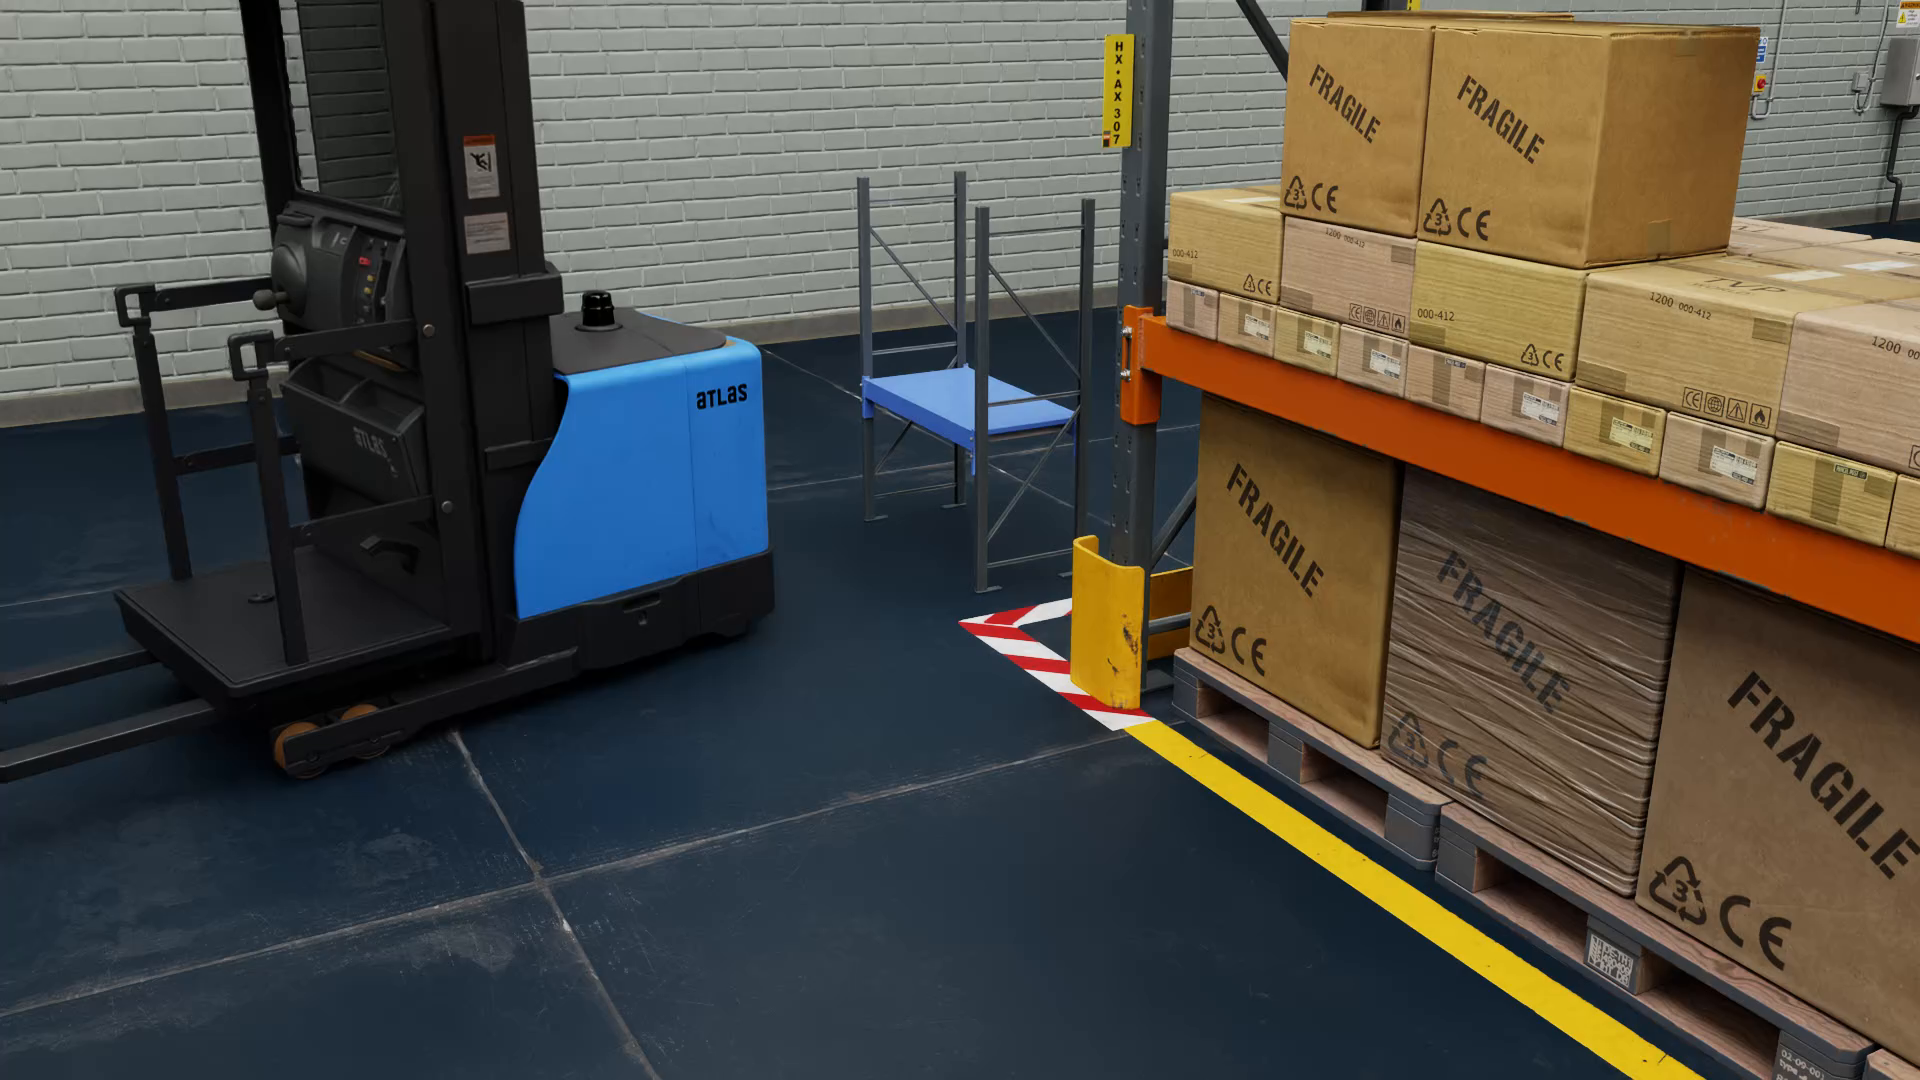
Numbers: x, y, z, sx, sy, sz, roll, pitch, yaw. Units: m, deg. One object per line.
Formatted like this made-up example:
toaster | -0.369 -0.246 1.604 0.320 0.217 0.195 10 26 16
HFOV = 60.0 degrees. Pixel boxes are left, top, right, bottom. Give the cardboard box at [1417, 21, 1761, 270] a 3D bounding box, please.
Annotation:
cardboard box | 1.443 -0.933 3.861 0.500 0.500 0.500 -11 22 -28

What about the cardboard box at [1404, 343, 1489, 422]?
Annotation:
cardboard box | 1.332 -0.413 4.116 0.380 0.149 0.250 -10 22 -28

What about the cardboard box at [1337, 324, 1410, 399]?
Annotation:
cardboard box | 1.212 -0.487 4.328 0.380 0.149 0.250 -10 22 -27

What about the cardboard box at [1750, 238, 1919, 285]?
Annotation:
cardboard box | 2.161 -0.511 3.787 0.500 0.250 0.500 -10 21 -27

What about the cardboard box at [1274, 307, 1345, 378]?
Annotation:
cardboard box | 1.087 -0.561 4.544 0.380 0.149 0.250 -11 22 -28

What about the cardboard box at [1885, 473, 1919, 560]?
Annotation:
cardboard box | 1.941 -0.045 3.048 0.380 0.149 0.250 -10 21 -26

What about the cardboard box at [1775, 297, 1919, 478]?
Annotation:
cardboard box | 1.932 -0.282 3.124 0.500 0.250 0.500 -10 21 -26

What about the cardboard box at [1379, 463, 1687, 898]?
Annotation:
cardboard box | 1.771 0.259 4.397 0.875 0.875 0.875 -10 21 -27

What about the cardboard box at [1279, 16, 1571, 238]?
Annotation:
cardboard box | 1.192 -1.081 4.290 0.500 0.500 0.500 -11 22 -28

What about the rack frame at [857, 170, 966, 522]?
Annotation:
rack frame | -0.201 -0.830 7.239 0.500 1.500 0.032 -10 21 -27

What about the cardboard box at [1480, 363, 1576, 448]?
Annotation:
cardboard box | 1.455 -0.339 3.902 0.380 0.149 0.250 -10 22 -27

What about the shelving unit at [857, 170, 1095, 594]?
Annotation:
shelving unit | 0.041 -0.684 6.816 0.538 1.500 1.048 -10 21 -27

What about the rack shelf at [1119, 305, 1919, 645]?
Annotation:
rack shelf | 1.914 -0.066 3.826 1.077 0.370 4.000 -10 21 -27

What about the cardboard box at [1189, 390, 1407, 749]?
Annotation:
cardboard box | 1.338 -0.003 5.154 0.875 0.875 0.875 -10 21 -27

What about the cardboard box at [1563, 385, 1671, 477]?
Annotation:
cardboard box | 1.574 -0.267 3.691 0.380 0.149 0.250 -11 22 -28

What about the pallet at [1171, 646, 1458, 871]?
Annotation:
pallet | 1.413 0.556 5.197 1.003 0.211 1.213 -10 21 -27

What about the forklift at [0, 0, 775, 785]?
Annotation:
forklift | -2.115 -0.855 5.115 3.031 2.935 1.130 -17 25 -40

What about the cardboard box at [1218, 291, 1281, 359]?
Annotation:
cardboard box | 0.965 -0.635 4.757 0.380 0.149 0.250 -10 22 -27

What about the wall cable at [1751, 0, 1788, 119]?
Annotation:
wall cable | 6.987 -4.625 14.331 0.585 1.953 0.123 -10 21 -27

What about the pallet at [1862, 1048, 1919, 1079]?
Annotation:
pallet | 2.571 1.256 3.167 1.003 0.211 1.213 -10 21 -27

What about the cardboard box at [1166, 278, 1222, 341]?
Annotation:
cardboard box | 0.842 -0.708 4.970 0.380 0.149 0.250 -10 21 -26

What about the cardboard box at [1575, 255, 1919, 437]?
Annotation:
cardboard box | 1.695 -0.428 3.547 0.500 0.250 0.500 -10 22 -28

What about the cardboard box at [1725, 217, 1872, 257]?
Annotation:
cardboard box | 1.910 -0.660 4.219 0.500 0.250 0.500 -11 22 -28

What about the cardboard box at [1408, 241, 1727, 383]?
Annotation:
cardboard box | 1.442 -0.577 3.979 0.500 0.250 0.500 -11 22 -28

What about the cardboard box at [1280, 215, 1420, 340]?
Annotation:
cardboard box | 1.207 -0.722 4.399 0.500 0.250 0.500 -10 22 -27

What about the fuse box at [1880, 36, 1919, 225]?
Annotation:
fuse box | 8.905 -3.804 15.533 0.539 1.711 0.414 -10 21 -27

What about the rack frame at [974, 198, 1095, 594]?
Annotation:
rack frame | 0.282 -0.539 6.393 0.500 1.500 0.032 -10 21 -27

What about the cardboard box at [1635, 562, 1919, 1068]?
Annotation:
cardboard box | 2.193 0.514 3.657 0.875 0.875 0.875 -10 21 -27

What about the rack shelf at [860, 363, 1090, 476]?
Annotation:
rack shelf | 0.041 -0.514 6.874 0.538 0.185 1.000 -10 21 -27

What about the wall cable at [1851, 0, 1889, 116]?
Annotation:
wall cable | 8.230 -4.833 14.982 0.588 1.984 0.122 -10 21 -27

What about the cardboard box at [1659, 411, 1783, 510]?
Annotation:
cardboard box | 1.700 -0.192 3.474 0.380 0.149 0.250 -10 21 -26

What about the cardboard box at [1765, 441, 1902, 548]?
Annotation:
cardboard box | 1.820 -0.119 3.261 0.380 0.149 0.250 -10 22 -28

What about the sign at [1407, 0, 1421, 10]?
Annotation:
sign | 1.448 -1.719 5.377 0.100 0.325 0.005 -10 21 -27

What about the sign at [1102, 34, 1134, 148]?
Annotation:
sign | 0.473 -1.342 4.974 0.100 0.325 0.005 -10 21 -27

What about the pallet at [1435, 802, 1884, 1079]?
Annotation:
pallet | 1.988 0.906 4.184 1.003 0.211 1.213 -10 21 -27

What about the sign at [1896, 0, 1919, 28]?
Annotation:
sign | 8.758 -4.855 15.336 0.339 0.242 0.001 -10 21 -27

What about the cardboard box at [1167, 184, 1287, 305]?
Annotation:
cardboard box | 0.954 -0.870 4.828 0.500 0.250 0.500 -11 22 -28

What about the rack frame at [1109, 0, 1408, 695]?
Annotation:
rack frame | 0.964 -0.980 5.373 1.000 3.000 0.127 -10 21 -27

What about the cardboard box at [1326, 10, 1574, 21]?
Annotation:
cardboard box | 1.427 -1.305 4.939 0.500 0.500 0.500 -10 21 -26

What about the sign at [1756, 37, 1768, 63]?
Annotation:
sign | 6.916 -4.268 14.487 0.327 0.218 0.001 -10 21 -27

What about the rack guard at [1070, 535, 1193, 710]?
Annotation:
rack guard | 0.953 0.195 5.800 1.175 0.500 0.348 -10 21 -27
